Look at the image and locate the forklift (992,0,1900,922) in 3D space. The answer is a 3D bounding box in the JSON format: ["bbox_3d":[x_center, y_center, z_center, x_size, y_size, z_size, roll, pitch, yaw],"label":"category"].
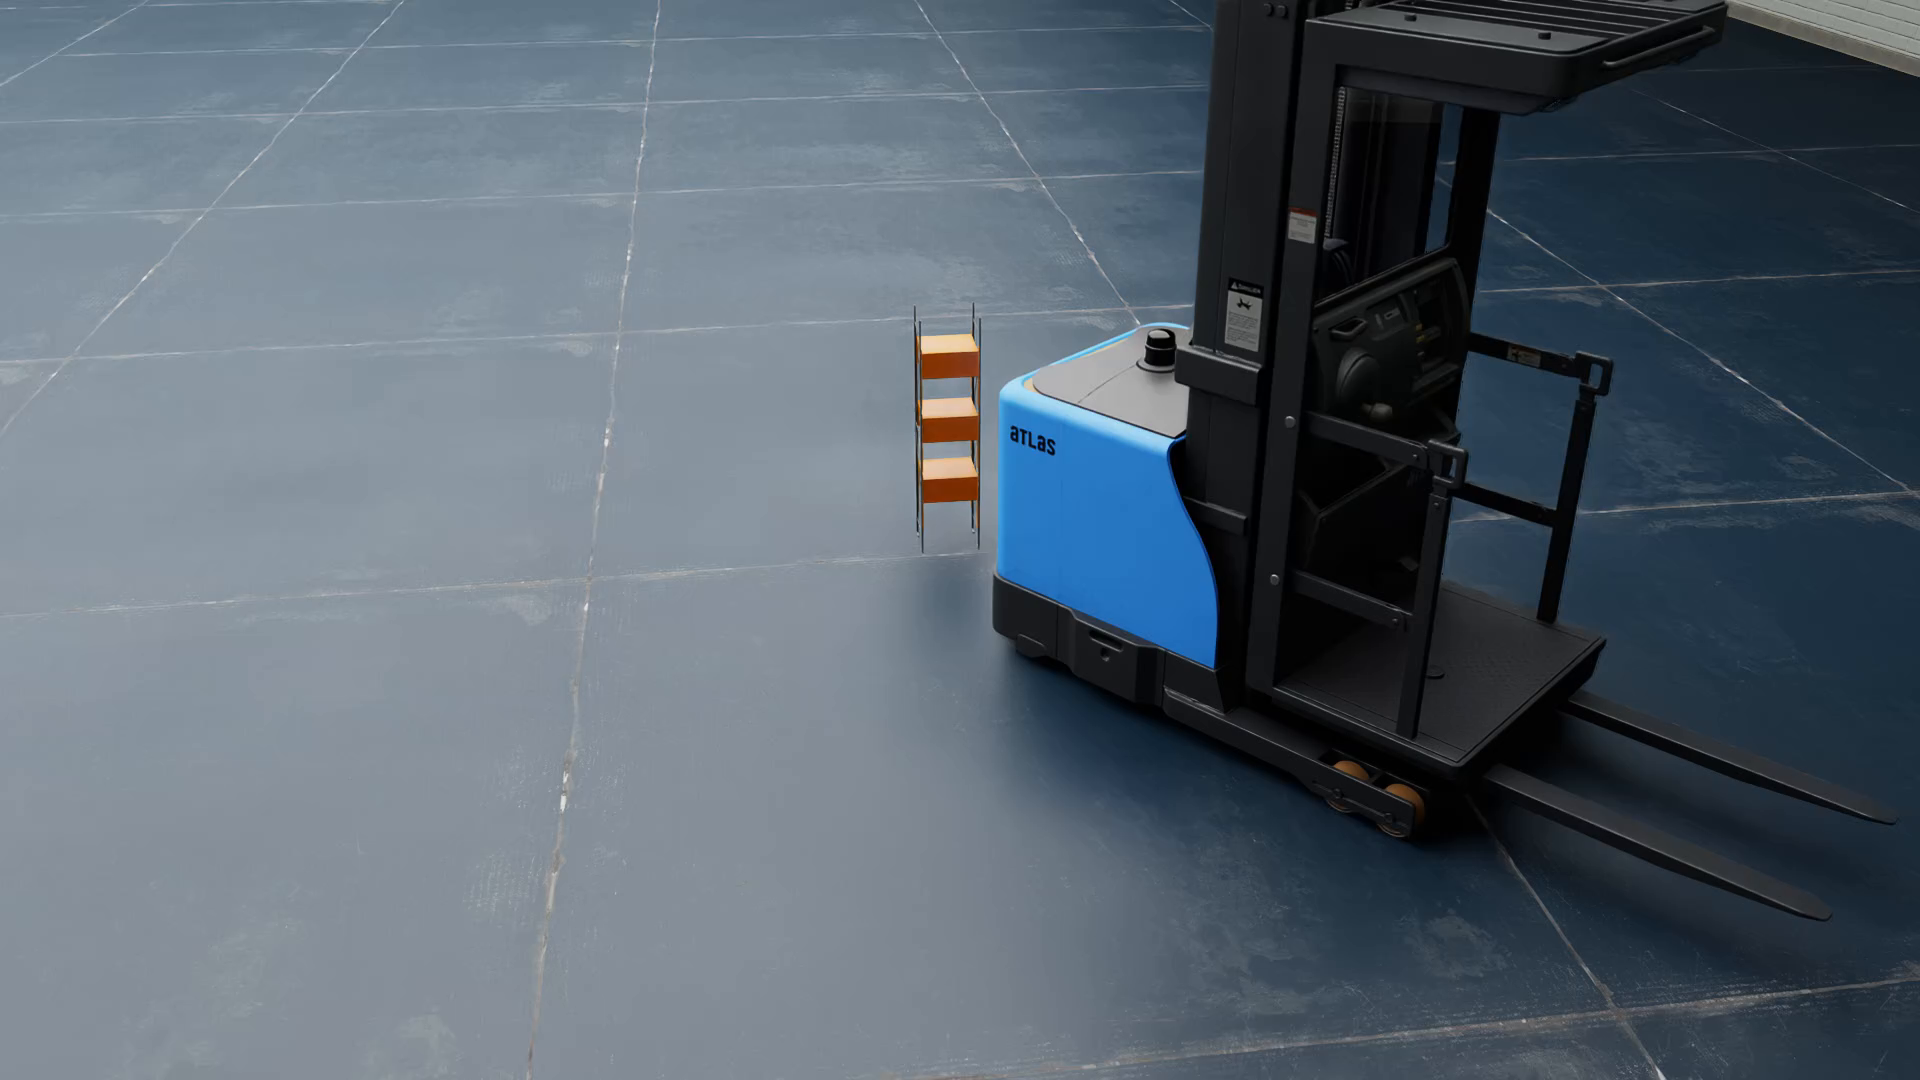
[{"bbox_3d":[1.551,-0.615,5.238,3.031,2.935,1.130,23,35,37],"label":"forklift"}]

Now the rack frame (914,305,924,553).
[{"bbox_3d":[-0.174,-0.456,6.989,0.008,1.050,0.200,-4,27,-7],"label":"rack frame"}]

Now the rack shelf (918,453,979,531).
[{"bbox_3d":[-0.053,-0.207,7.135,0.240,0.259,0.215,-4,27,-7],"label":"rack shelf"}]

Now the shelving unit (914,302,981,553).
[{"bbox_3d":[-0.053,-0.464,7.004,0.252,1.050,0.215,-4,27,-7],"label":"shelving unit"}]

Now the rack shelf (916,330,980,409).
[{"bbox_3d":[-0.053,-0.707,6.879,0.240,0.259,0.215,-4,27,-7],"label":"rack shelf"}]

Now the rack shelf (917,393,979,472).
[{"bbox_3d":[-0.053,-0.454,7.009,0.240,0.259,0.215,-4,27,-7],"label":"rack shelf"}]

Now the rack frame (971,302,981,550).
[{"bbox_3d":[0.068,-0.471,7.019,0.008,1.050,0.200,-4,27,-7],"label":"rack frame"}]
